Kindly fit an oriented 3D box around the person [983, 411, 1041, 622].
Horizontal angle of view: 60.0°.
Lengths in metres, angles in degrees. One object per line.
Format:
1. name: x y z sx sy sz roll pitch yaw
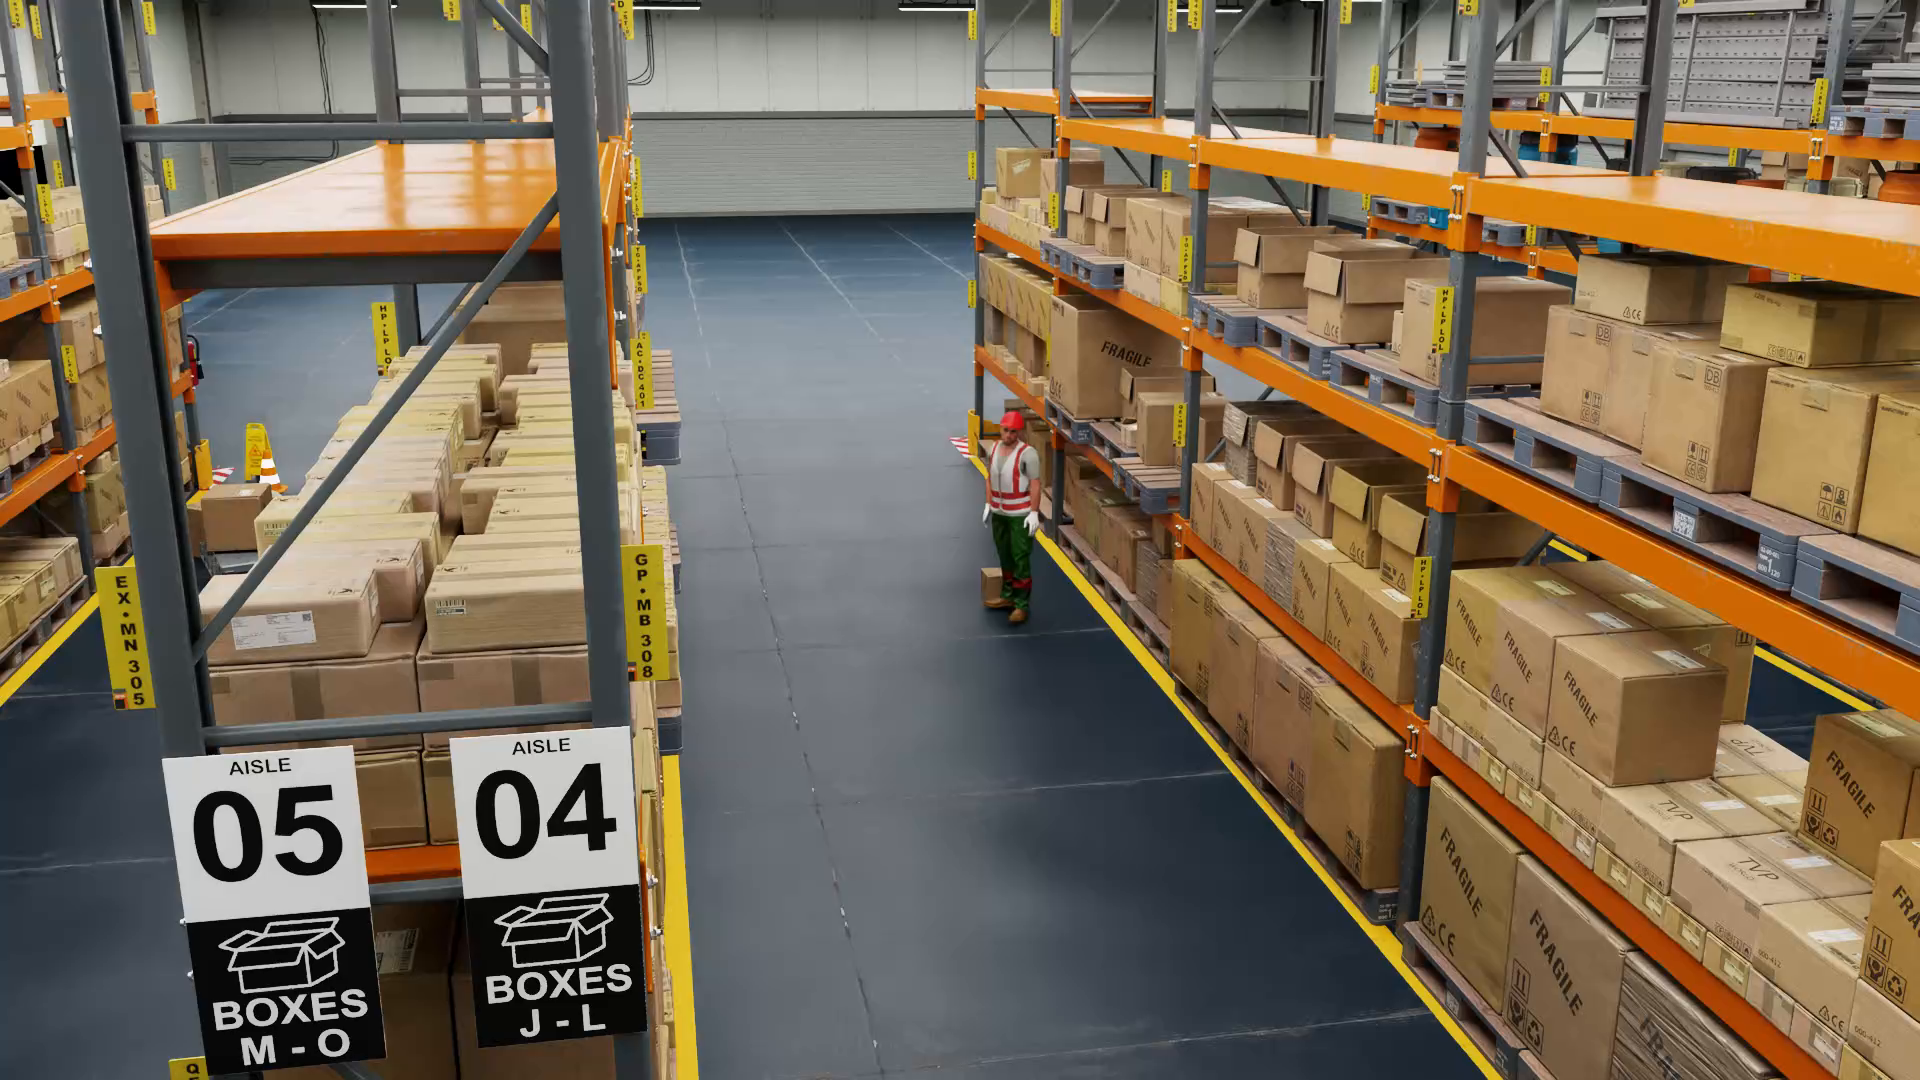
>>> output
1. person: 0.434 -0.221 14.159 0.593 1.791 0.453 15 22 41
